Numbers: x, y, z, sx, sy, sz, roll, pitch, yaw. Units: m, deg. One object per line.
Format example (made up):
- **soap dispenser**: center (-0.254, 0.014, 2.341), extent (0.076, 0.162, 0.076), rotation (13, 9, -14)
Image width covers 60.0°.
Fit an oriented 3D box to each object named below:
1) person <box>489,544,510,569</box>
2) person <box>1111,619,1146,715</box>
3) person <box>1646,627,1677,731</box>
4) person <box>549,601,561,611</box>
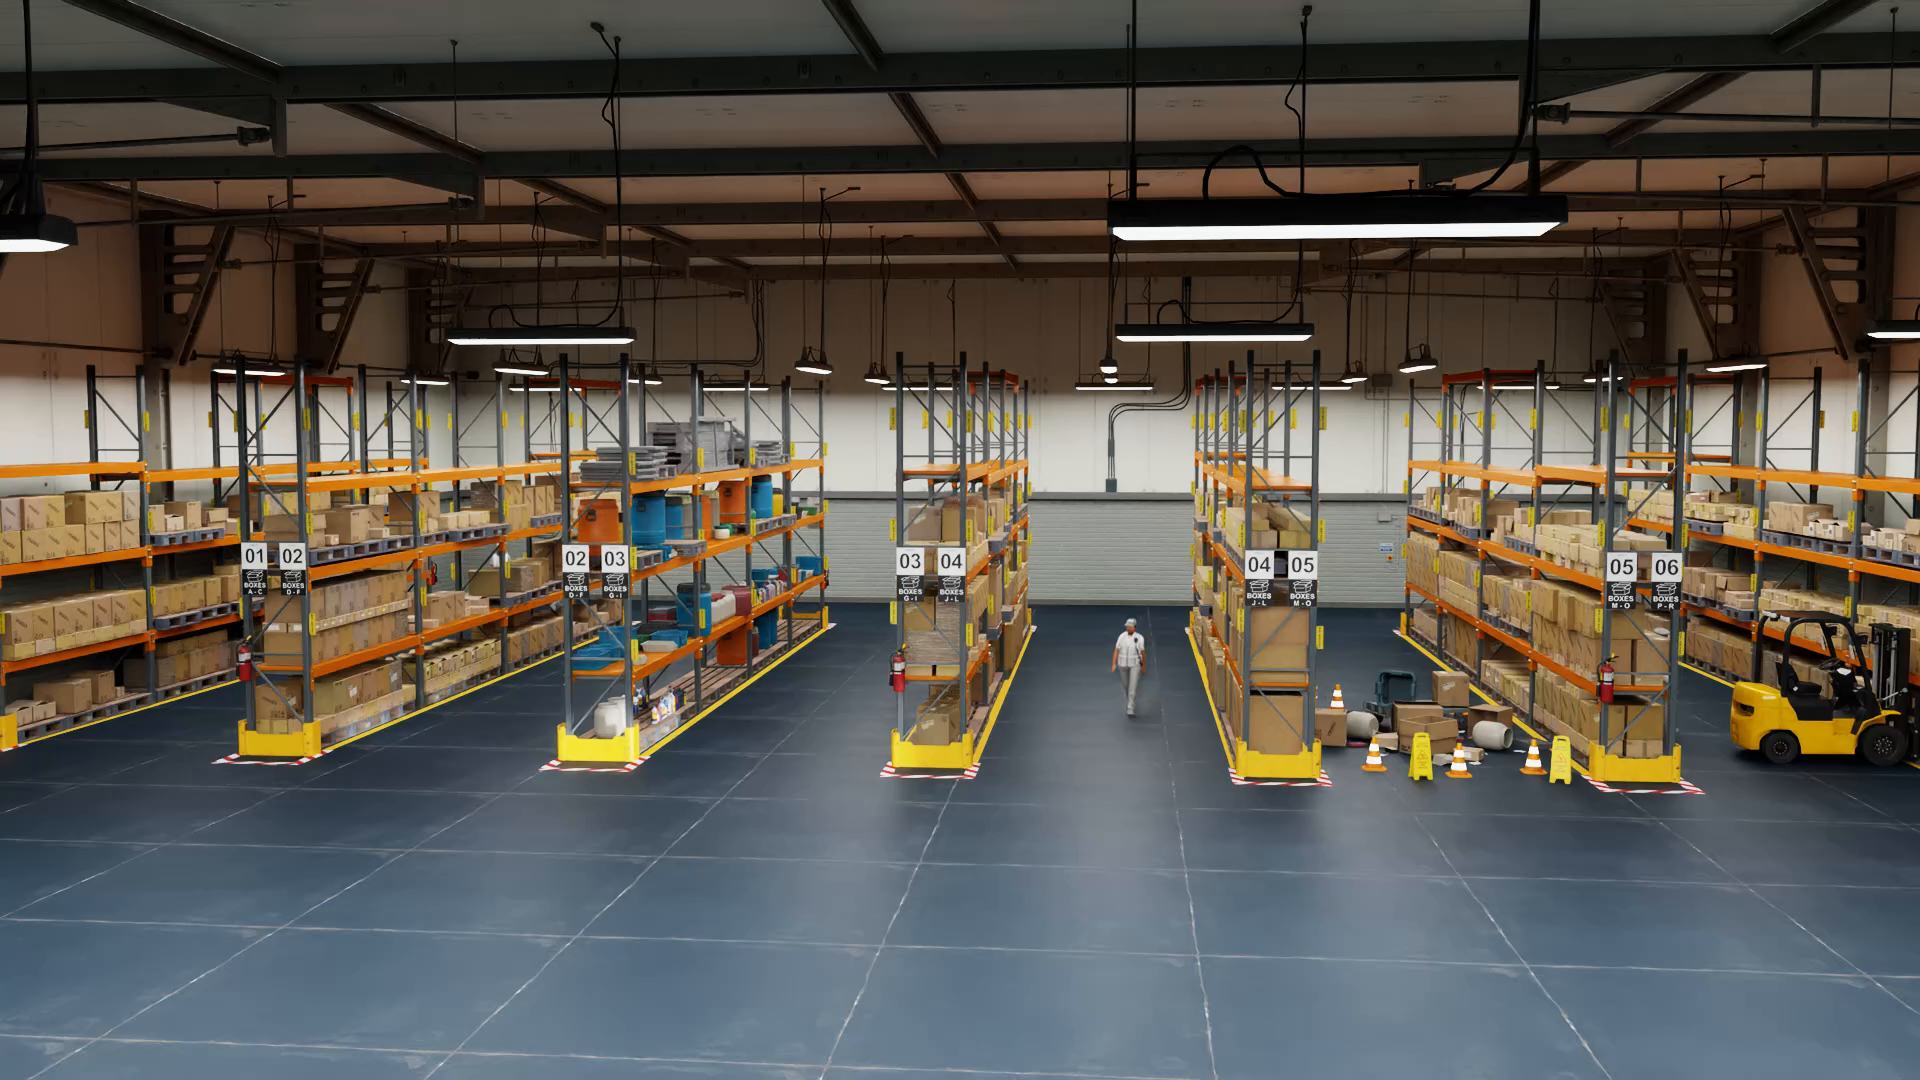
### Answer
- **person**: center (-12.318, 0.956, 44.512), extent (0.527, 1.741, 1.065), rotation (0, 4, -4)
- **person**: center (2.891, 2.157, 28.583), extent (0.513, 1.603, 1.031), rotation (2, 4, 22)
- **person**: center (11.347, 2.254, 26.988), extent (0.501, 1.660, 0.734), rotation (0, 4, 6)
- **person**: center (-10.153, 1.175, 41.478), extent (0.516, 1.720, 1.055), rotation (2, 5, 26)
